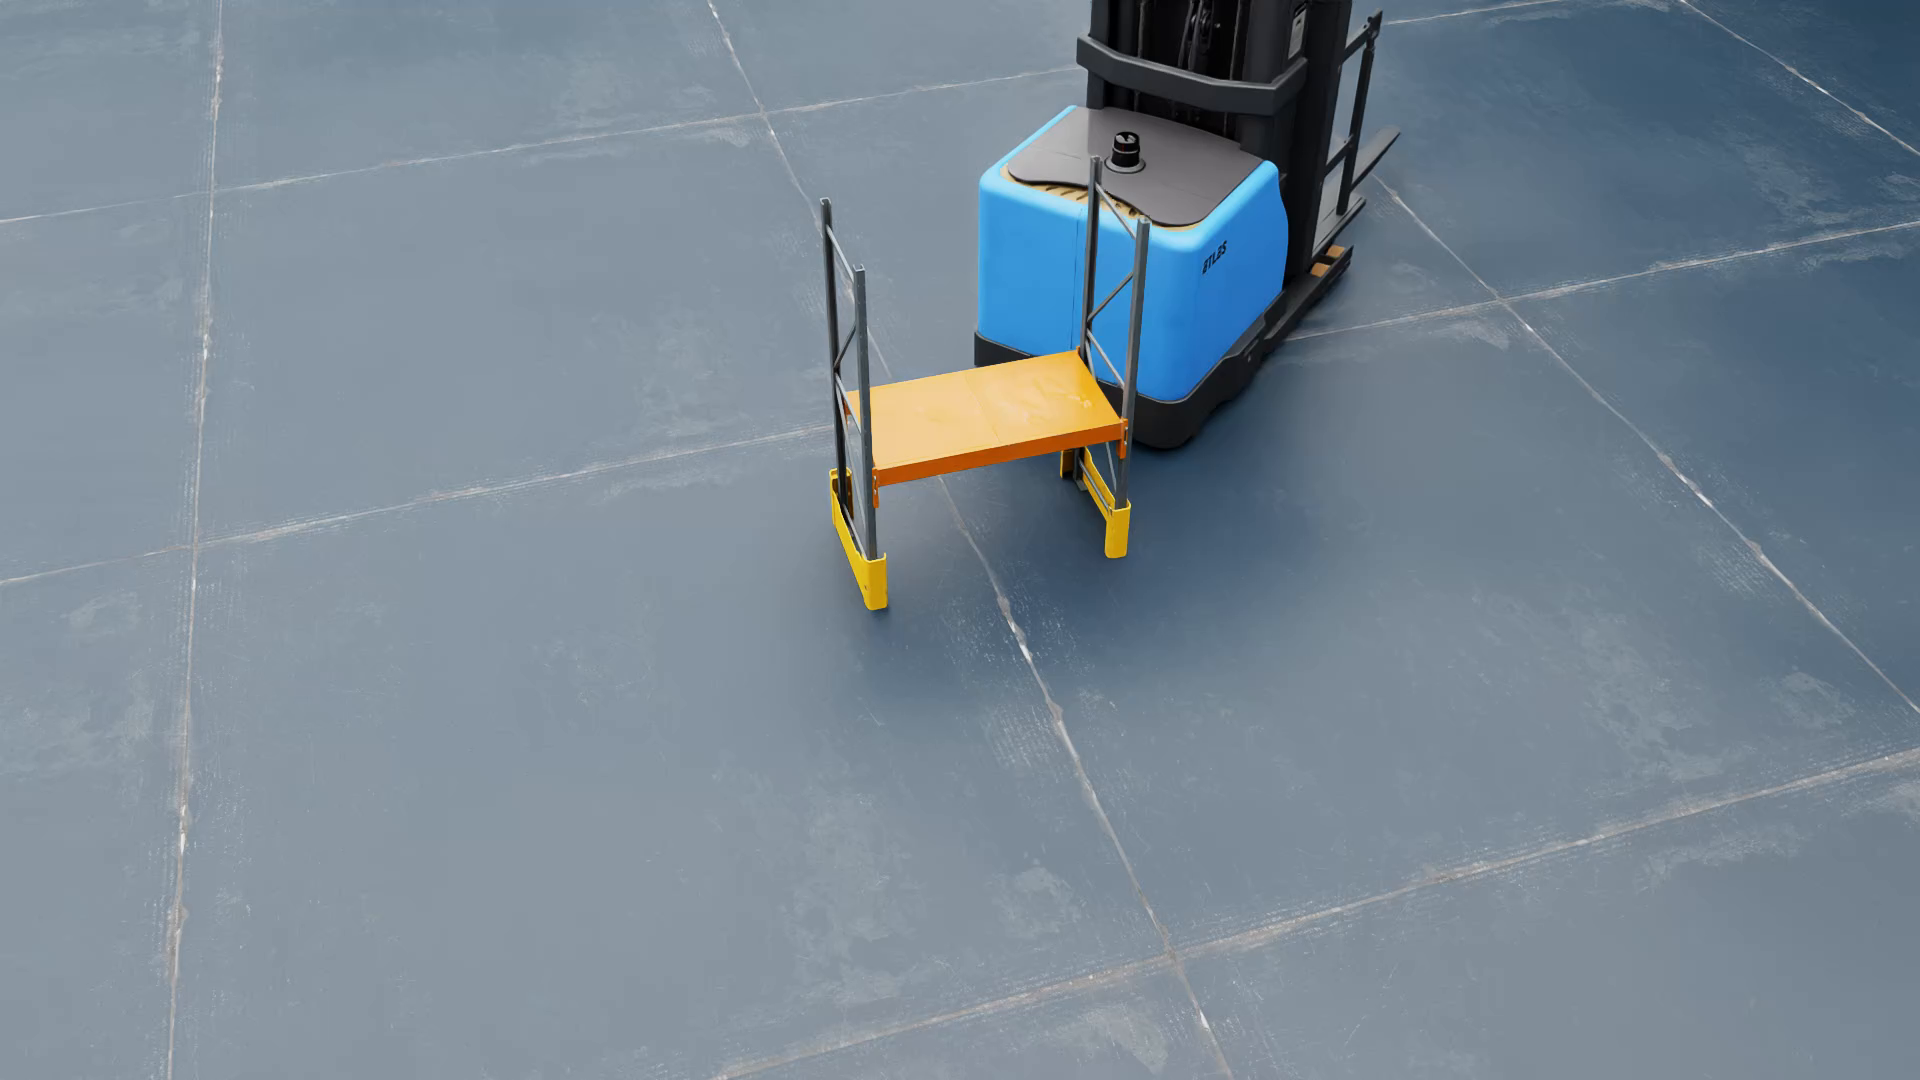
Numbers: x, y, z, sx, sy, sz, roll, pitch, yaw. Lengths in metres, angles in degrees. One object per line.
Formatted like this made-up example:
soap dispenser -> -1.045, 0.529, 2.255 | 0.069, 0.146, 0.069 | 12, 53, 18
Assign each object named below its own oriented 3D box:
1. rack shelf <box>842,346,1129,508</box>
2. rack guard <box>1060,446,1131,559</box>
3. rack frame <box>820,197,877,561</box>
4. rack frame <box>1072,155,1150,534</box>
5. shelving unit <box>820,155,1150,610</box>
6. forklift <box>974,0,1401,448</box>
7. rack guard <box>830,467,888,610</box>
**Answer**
rack shelf -> 0.081, -0.446, 6.394 | 1.000, 0.185, 0.538 | -12, 42, -13
rack guard -> 0.548, -0.208, 6.798 | 0.087, 0.250, 0.587 | -12, 42, -13
rack frame -> -0.404, -0.481, 6.161 | 0.032, 1.500, 0.500 | -12, 42, -13
rack frame -> 0.566, -0.682, 6.391 | 0.032, 1.500, 0.500 | -12, 42, -13
shelving unit -> 0.073, -0.580, 6.274 | 1.083, 1.500, 0.587 | -12, 42, -13
forklift -> 1.279, -2.438, 7.312 | 1.130, 2.935, 3.031 | 23, 46, 24
rack guard -> -0.402, -0.011, 6.572 | 0.087, 0.250, 0.587 | -12, 42, -13
